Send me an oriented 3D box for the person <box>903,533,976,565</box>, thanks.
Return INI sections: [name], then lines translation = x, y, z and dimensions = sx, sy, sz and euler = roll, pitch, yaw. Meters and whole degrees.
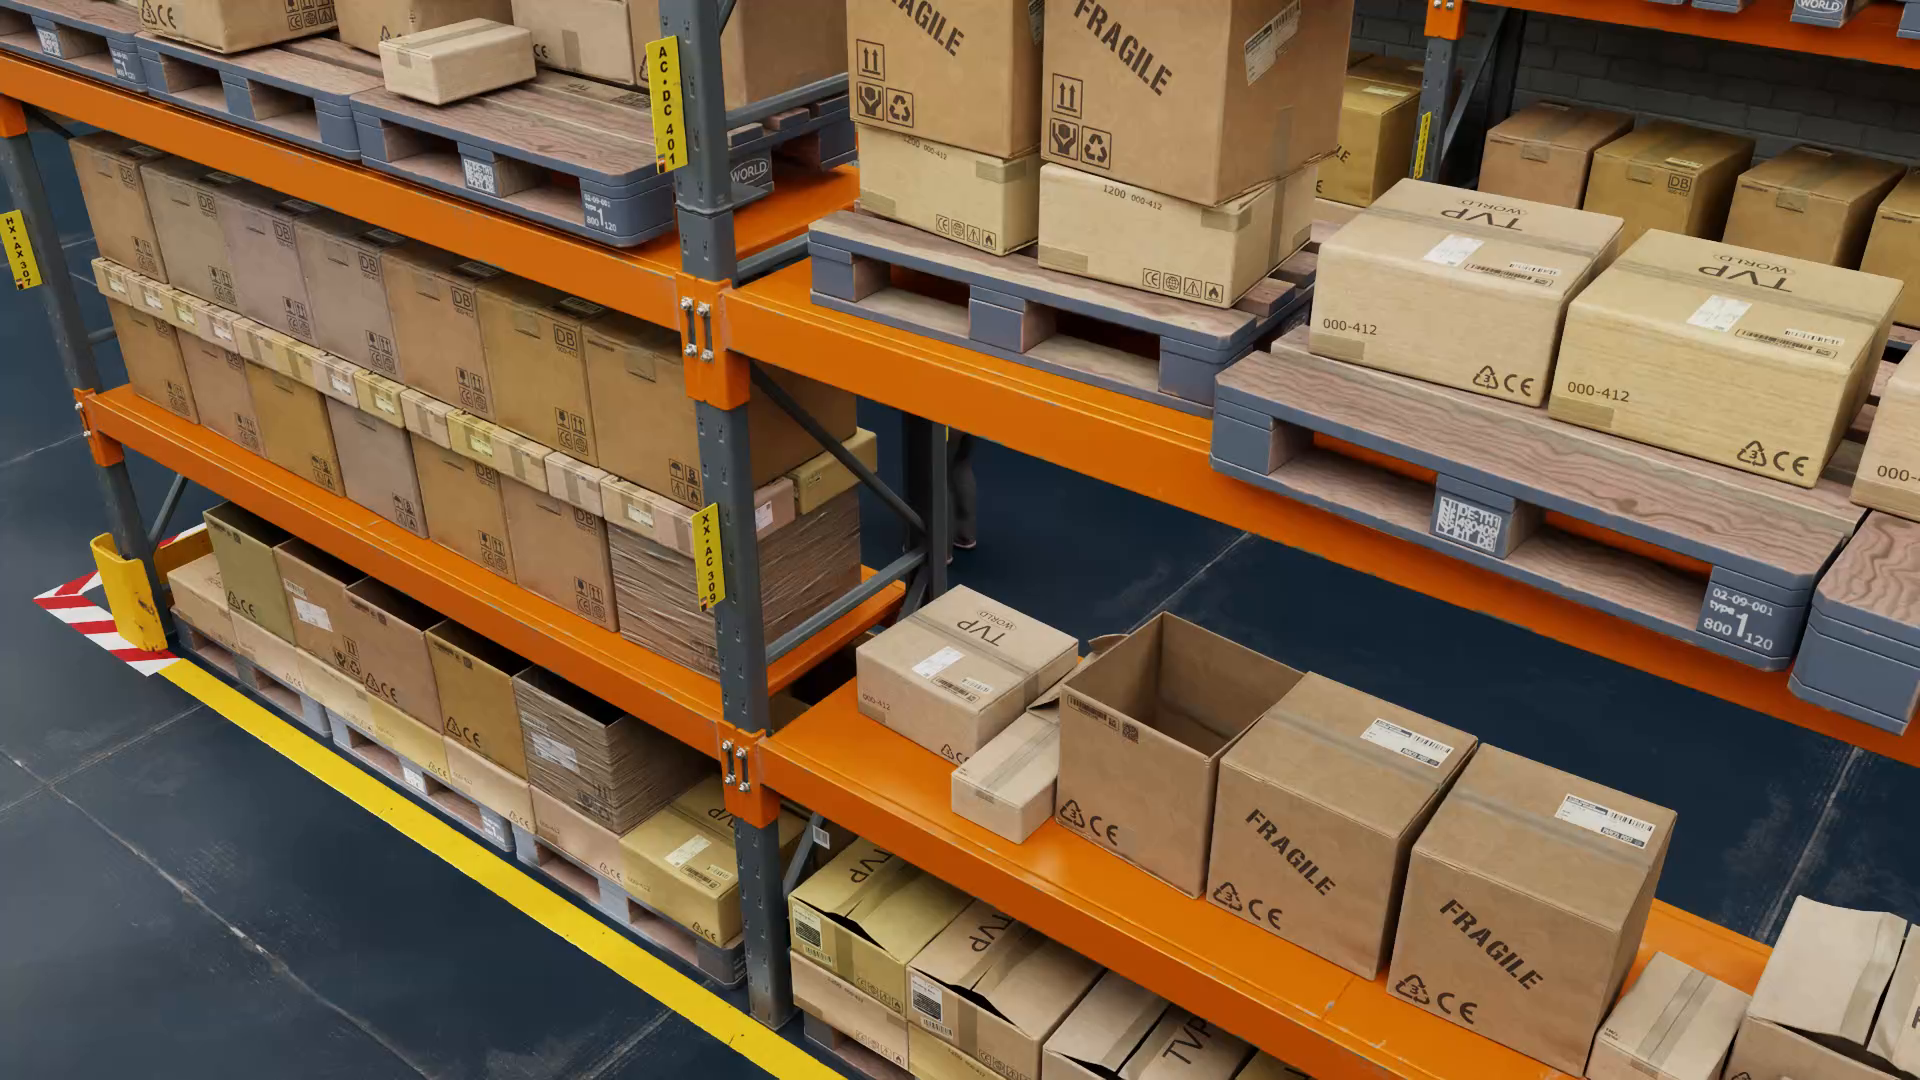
[person]
translation = -0.113, -0.656, 8.235
dimensions = 0.495, 1.656, 0.448
euler = 21, 37, 31
